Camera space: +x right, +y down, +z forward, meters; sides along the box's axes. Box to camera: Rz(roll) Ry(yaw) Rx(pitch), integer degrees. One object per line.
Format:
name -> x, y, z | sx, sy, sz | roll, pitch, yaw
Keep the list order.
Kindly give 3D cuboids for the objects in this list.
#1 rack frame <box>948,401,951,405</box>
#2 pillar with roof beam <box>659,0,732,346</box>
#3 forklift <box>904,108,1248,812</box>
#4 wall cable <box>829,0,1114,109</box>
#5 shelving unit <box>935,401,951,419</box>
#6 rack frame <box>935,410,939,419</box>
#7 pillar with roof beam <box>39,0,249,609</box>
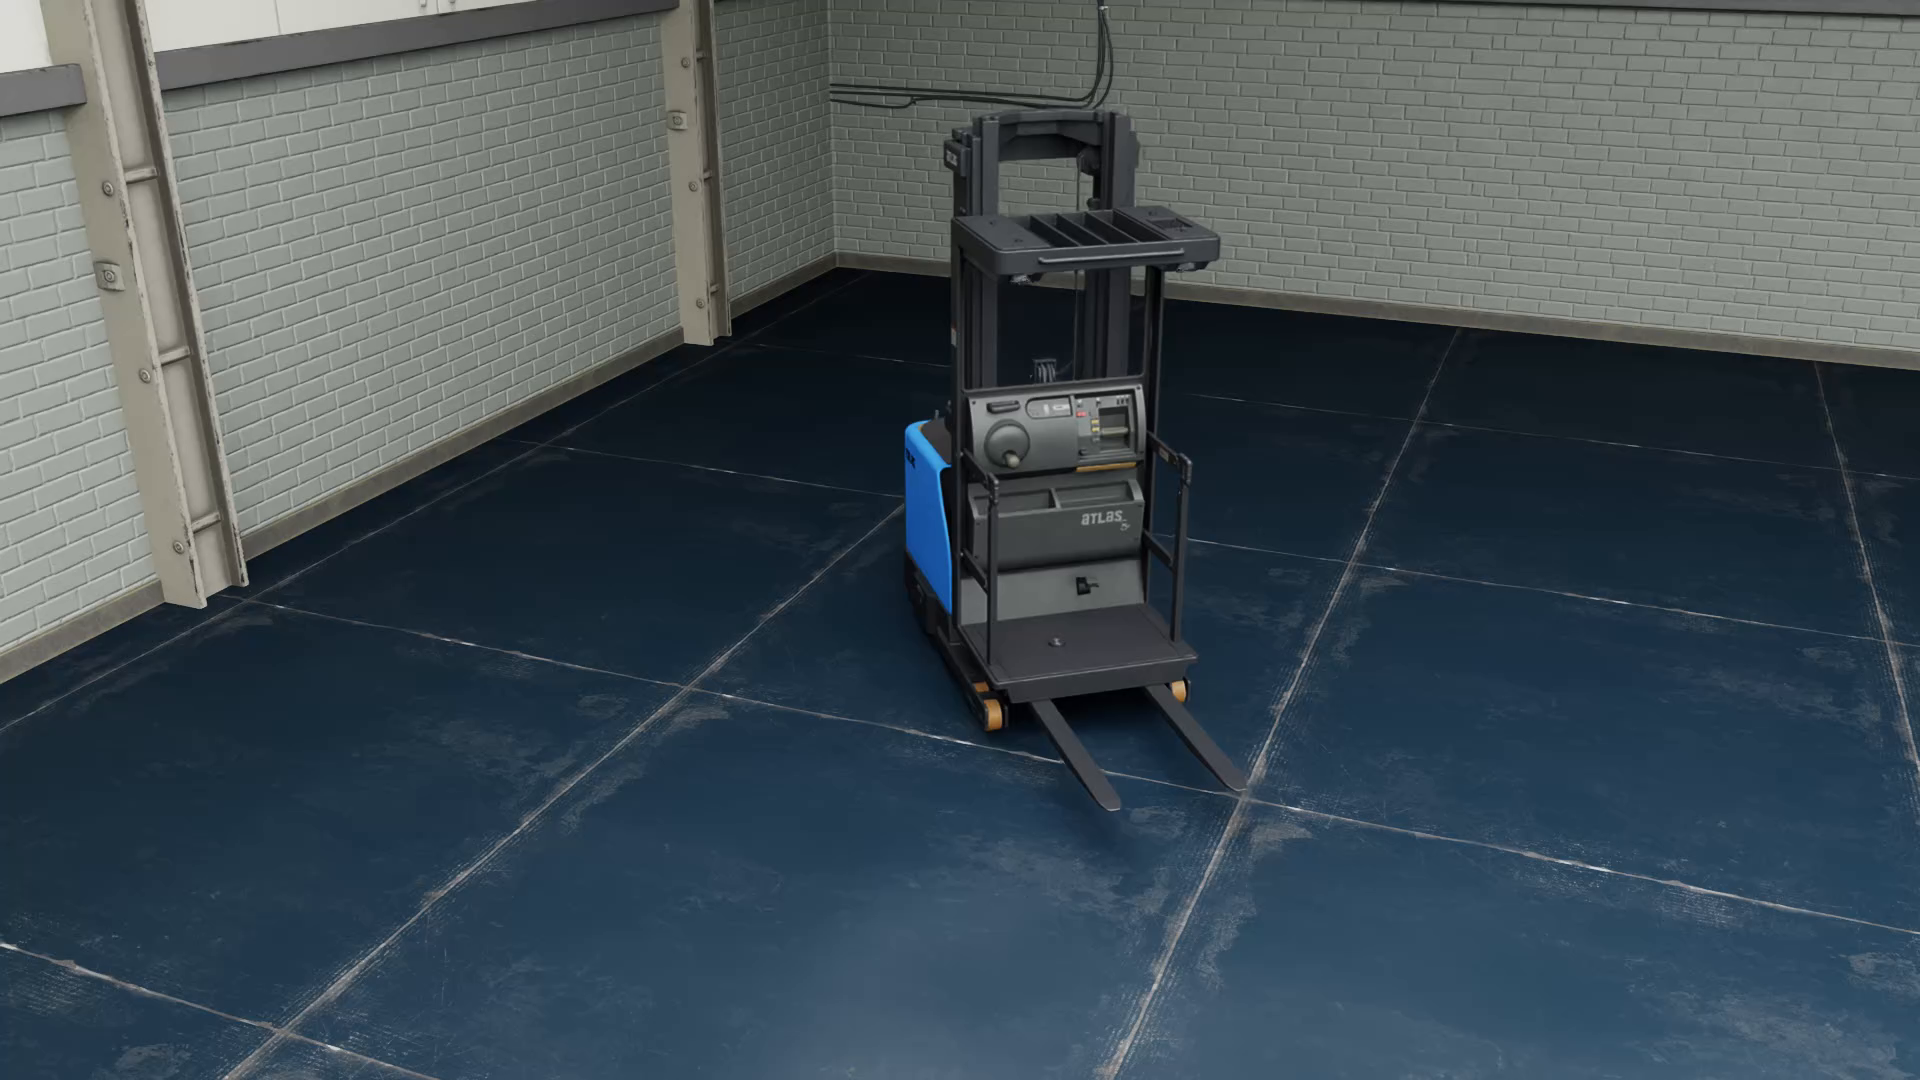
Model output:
rack frame -> 0.035, -0.449, 10.657 | 0.240, 0.900, 0.006 | 9, 24, 20
pillar with roof beam -> 1.691, -5.370, 11.932 | 9.100, 9.000, 0.400 | 9, 24, 20
forklift -> 0.560, -0.550, 8.264 | 1.130, 2.935, 3.031 | -6, 23, -15
wall cable -> 0.016, -5.419, 16.076 | 3.097, 2.526, 0.112 | 9, 24, 20
shelving unit -> -0.003, -0.412, 10.570 | 0.258, 0.900, 0.210 | 9, 24, 20
rack frame -> -0.041, -0.376, 10.483 | 0.240, 0.900, 0.006 | 9, 24, 20
pillar with roof beam -> -0.538, -3.223, 6.791 | 9.100, 9.000, 0.400 | 9, 24, 20
